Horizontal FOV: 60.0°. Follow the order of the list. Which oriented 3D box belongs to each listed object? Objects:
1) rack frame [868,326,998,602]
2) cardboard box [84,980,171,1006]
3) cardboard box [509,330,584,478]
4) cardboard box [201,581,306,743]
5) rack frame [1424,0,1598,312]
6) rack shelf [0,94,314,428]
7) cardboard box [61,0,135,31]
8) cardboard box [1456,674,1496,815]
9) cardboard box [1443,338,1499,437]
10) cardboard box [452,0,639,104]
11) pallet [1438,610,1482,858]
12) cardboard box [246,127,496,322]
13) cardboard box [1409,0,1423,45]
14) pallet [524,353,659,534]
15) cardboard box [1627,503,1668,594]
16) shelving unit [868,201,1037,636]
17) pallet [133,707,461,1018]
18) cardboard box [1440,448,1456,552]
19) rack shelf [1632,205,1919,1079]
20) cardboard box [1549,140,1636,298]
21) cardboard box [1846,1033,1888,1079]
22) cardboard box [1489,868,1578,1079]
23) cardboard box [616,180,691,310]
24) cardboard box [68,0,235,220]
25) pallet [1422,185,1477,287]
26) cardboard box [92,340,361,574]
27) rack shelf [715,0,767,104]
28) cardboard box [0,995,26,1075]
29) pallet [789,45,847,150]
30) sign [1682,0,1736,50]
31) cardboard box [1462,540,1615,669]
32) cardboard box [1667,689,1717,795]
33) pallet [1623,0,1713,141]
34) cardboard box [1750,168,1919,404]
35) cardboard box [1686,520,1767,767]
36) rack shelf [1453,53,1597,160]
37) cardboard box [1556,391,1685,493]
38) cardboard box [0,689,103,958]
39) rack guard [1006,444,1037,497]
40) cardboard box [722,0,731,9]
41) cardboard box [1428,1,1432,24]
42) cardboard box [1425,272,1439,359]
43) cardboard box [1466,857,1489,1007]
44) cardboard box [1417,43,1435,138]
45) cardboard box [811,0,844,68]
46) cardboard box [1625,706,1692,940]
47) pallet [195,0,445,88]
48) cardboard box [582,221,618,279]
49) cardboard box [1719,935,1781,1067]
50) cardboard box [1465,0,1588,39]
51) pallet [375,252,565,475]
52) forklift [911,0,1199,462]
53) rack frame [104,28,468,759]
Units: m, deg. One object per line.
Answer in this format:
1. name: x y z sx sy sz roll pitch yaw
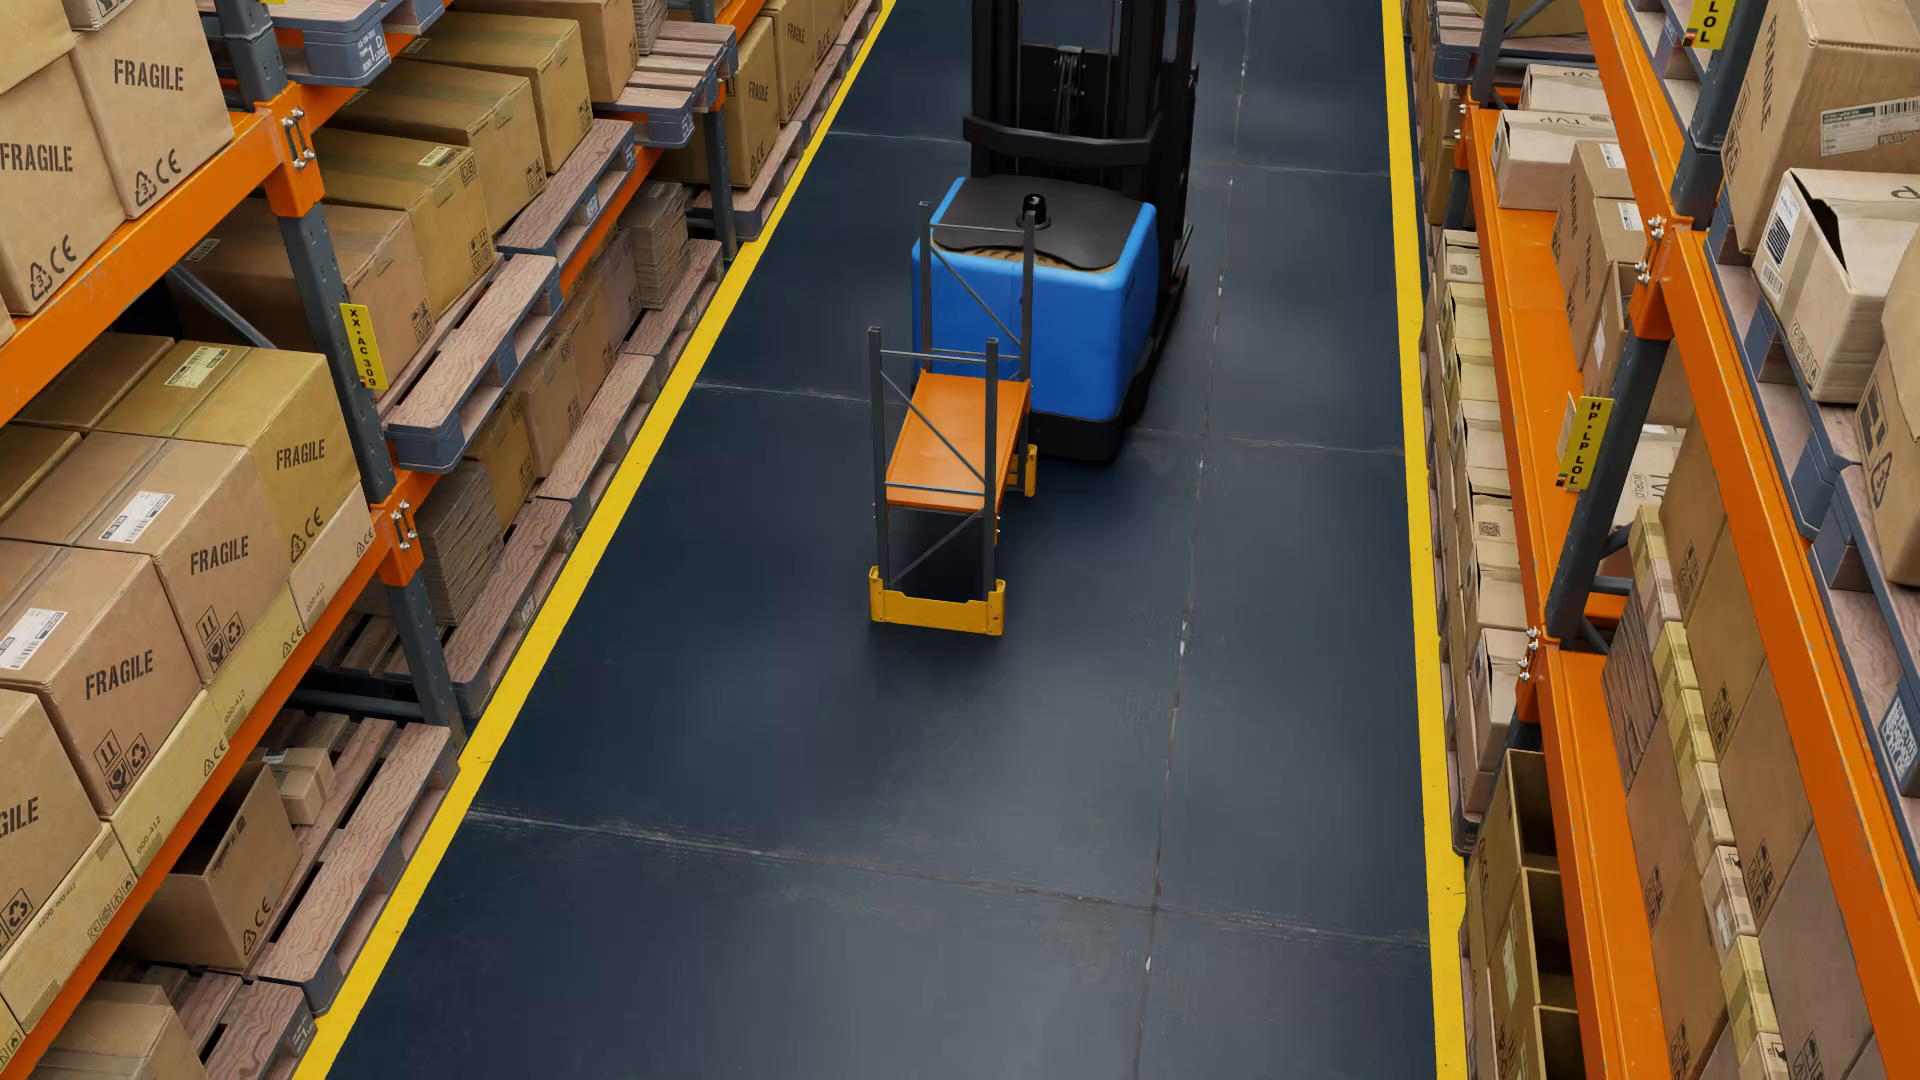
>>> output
1. rack frame: -0.103 -0.205 6.821 0.500 1.500 0.032 6 40 8
2. cardboard box: -2.801 1.573 5.385 0.380 0.149 0.250 3 40 4
3. cardboard box: -2.225 -0.673 7.826 0.700 0.500 0.500 7 40 8
4. cardboard box: -2.382 0.335 5.093 0.500 0.250 0.500 7 40 8
5. rack frame: 3.067 -2.324 8.207 1.000 3.000 0.127 6 40 8
6. rack shelf: -2.850 0.019 3.583 1.077 0.370 4.000 6 40 8
7. cardboard box: -2.324 -1.601 4.099 0.500 0.500 0.500 3 40 4
8. cardboard box: 2.162 0.792 6.266 0.500 0.250 0.500 6 40 7
9. cardboard box: 2.514 -0.695 7.625 0.500 0.311 0.500 5 40 6
10. cardboard box: -1.954 -2.426 7.906 0.700 0.500 0.500 3 40 3
11. pallet: 2.464 0.794 6.623 1.003 0.211 1.213 6 40 8
12. cardboard box: -2.279 -1.231 6.461 0.700 0.500 0.500 10 41 12
13. cardboard box: 3.436 -3.764 11.565 0.500 0.500 0.500 5 40 6
14. pallet: -2.162 -0.539 8.237 1.003 0.211 1.213 6 40 8
15. cardboard box: 2.138 0.045 4.754 0.380 0.149 0.250 6 40 8
16. shelving unit: -0.013 -0.530 7.214 0.587 1.500 1.083 6 40 8
17. pallet: -2.586 1.143 6.202 1.003 0.211 1.213 6 40 8
18. cardboard box: 2.428 -0.165 7.424 0.500 0.250 0.500 7 40 9
19. rack shelf: 2.029 0.563 2.926 1.077 0.370 4.000 6 40 8
20. cardboard box: 2.793 -1.308 6.899 0.500 0.500 0.500 4 40 5
21. cardboard box: 1.958 1.186 2.864 0.700 0.500 0.500 7 40 8
22. cardboard box: 1.908 1.367 4.983 0.500 0.500 0.500 6 40 8
23. cardboard box: -1.885 -1.616 8.967 0.700 0.500 0.500 7 40 8
24. cardboard box: -2.349 -1.214 4.416 0.500 0.500 0.500 7 40 9
25. pallet: 3.234 -1.714 9.657 1.003 0.211 1.213 6 40 8
26. cardboard box: -2.282 -0.265 5.231 0.500 0.500 0.500 6 40 8
27. rack shelf: -1.466 -3.846 10.612 1.077 0.370 4.000 6 40 8
28. cardboard box: -2.630 1.285 3.943 0.500 0.250 0.500 6 40 7
29. pallet: -1.388 -3.043 11.265 1.003 0.211 1.213 6 40 8
30. sign: 1.839 -1.344 4.015 0.100 0.325 0.005 6 40 8
31. cardboard box: 2.247 0.255 6.475 0.500 0.311 0.500 7 40 9
32. cardboard box: 2.008 0.530 4.168 0.380 0.149 0.250 6 40 7
33. pallet: 2.515 -1.451 4.947 0.805 0.209 1.217 5 40 6
34. cardboard box: 1.935 -0.525 3.308 0.500 0.311 0.500 4 40 5
35. cardboard box: 2.219 0.244 4.004 0.700 0.500 0.500 6 40 8
36. rack shelf: 3.414 -3.302 9.954 1.077 0.370 4.000 6 40 8
37. cardboard box: 2.347 -0.334 5.905 0.396 0.266 0.258 5 40 7
38. cardboard box: -2.549 0.690 4.075 0.500 0.500 0.500 8 40 9
39. rack guard: 0.073 -0.361 7.991 0.587 0.250 0.087 6 40 8
40. cardboard box: -1.475 -3.117 9.347 0.380 0.149 0.250 7 40 8
41. cardboard box: 3.263 -3.425 10.567 0.500 0.250 0.500 6 40 8
42. cardboard box: 2.688 -1.130 8.591 0.500 0.250 0.500 6 40 8
43. cardboard box: 1.996 1.342 5.601 0.500 0.250 0.500 6 40 8
44. cardboard box: 3.173 -2.798 10.396 0.500 0.500 0.500 5 40 6
45. cardboard box: -1.255 -3.731 11.266 0.750 0.750 0.750 8 40 9
46. cardboard box: 2.220 0.759 4.400 0.700 0.500 0.500 6 40 7
47. pallet: -2.293 -1.817 5.387 1.213 0.211 1.003 6 40 8
48. cardboard box: -2.046 -1.554 8.304 0.500 0.250 0.500 7 40 9
49. cardboard box: 1.873 1.018 3.577 0.380 0.149 0.250 6 40 7
50. cardboard box: 3.065 -2.932 8.534 0.700 0.500 0.500 -6 40 -7
51. pallet: -2.229 -0.747 6.450 1.003 0.211 1.213 6 40 8
52. forklift: 0.663 -2.457 8.421 1.130 2.935 3.031 11 41 13
53. rack frame: -2.504 -0.357 5.828 1.000 3.000 0.127 6 40 8
